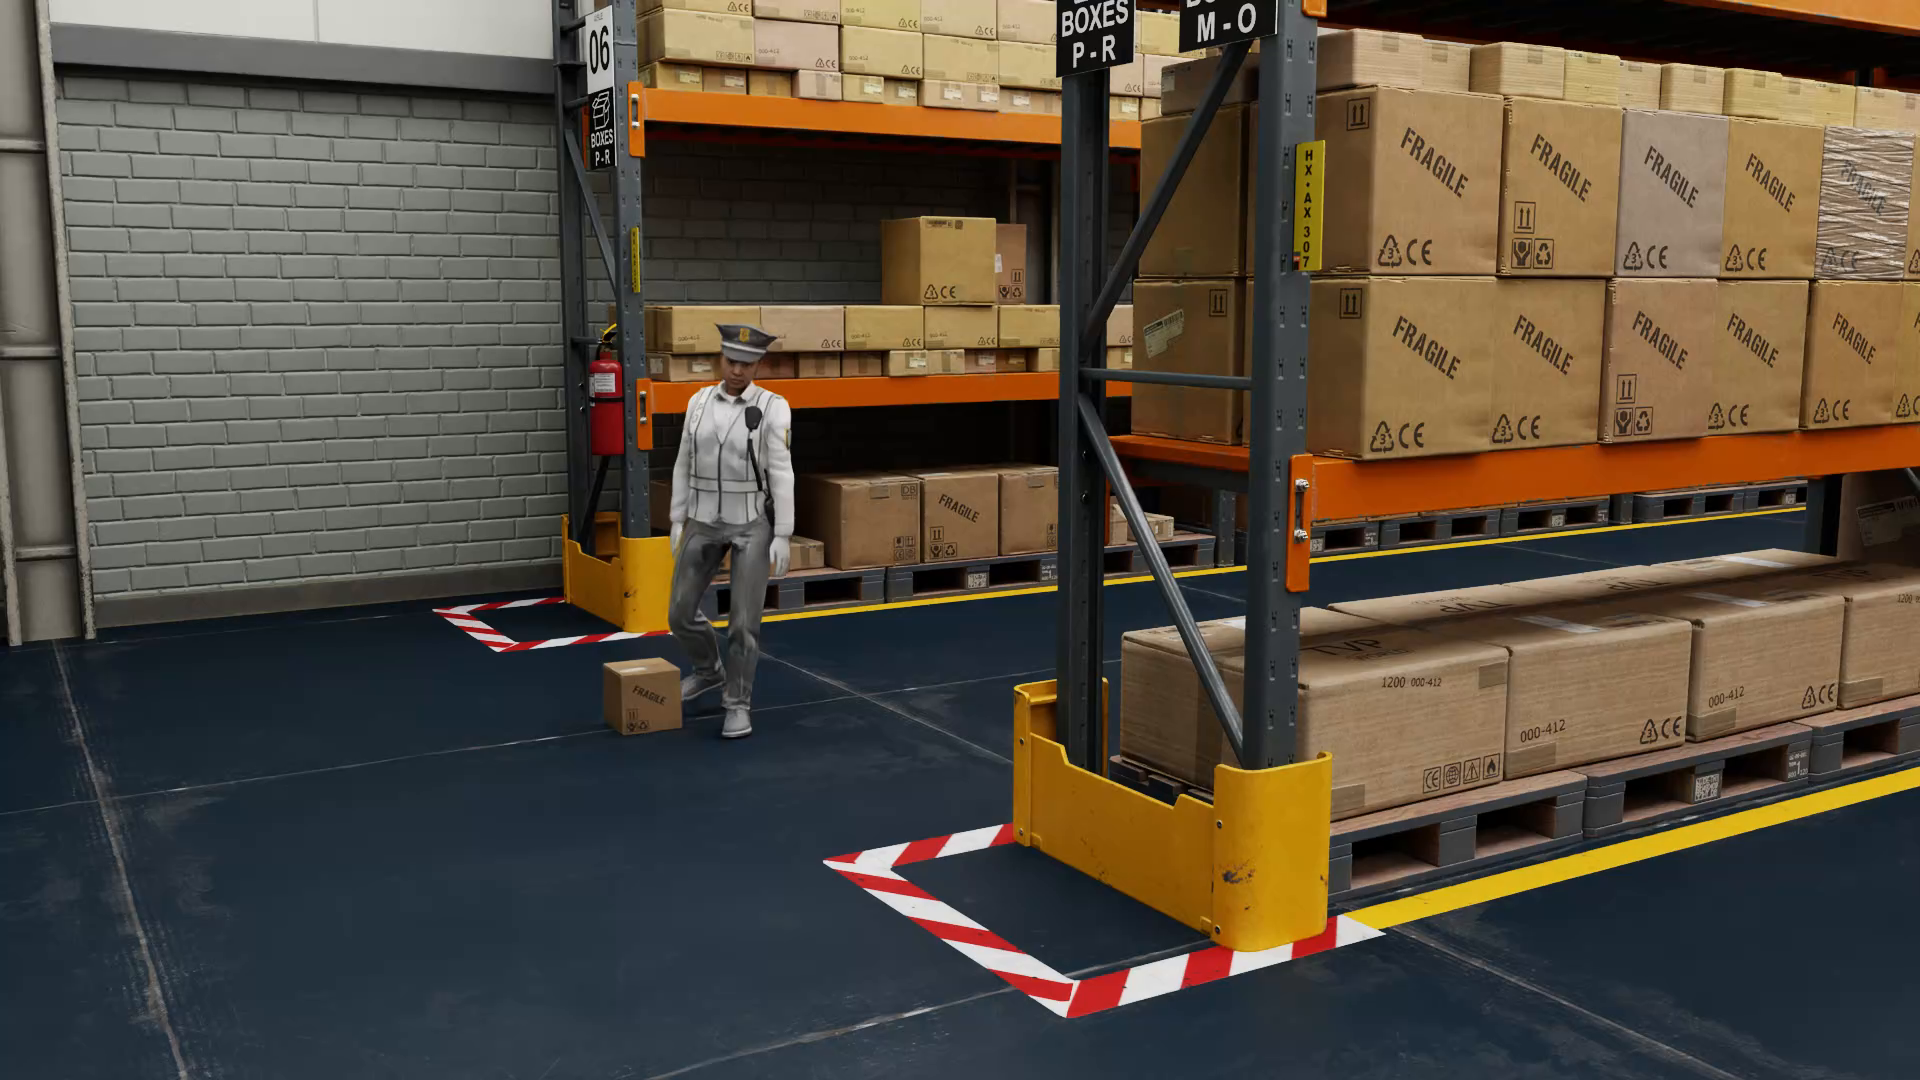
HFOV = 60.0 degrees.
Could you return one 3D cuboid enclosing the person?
[{"bbox_3d":[-0.954,-0.051,6.723,0.661,1.647,0.508,2,9,14],"label":"person"}]
